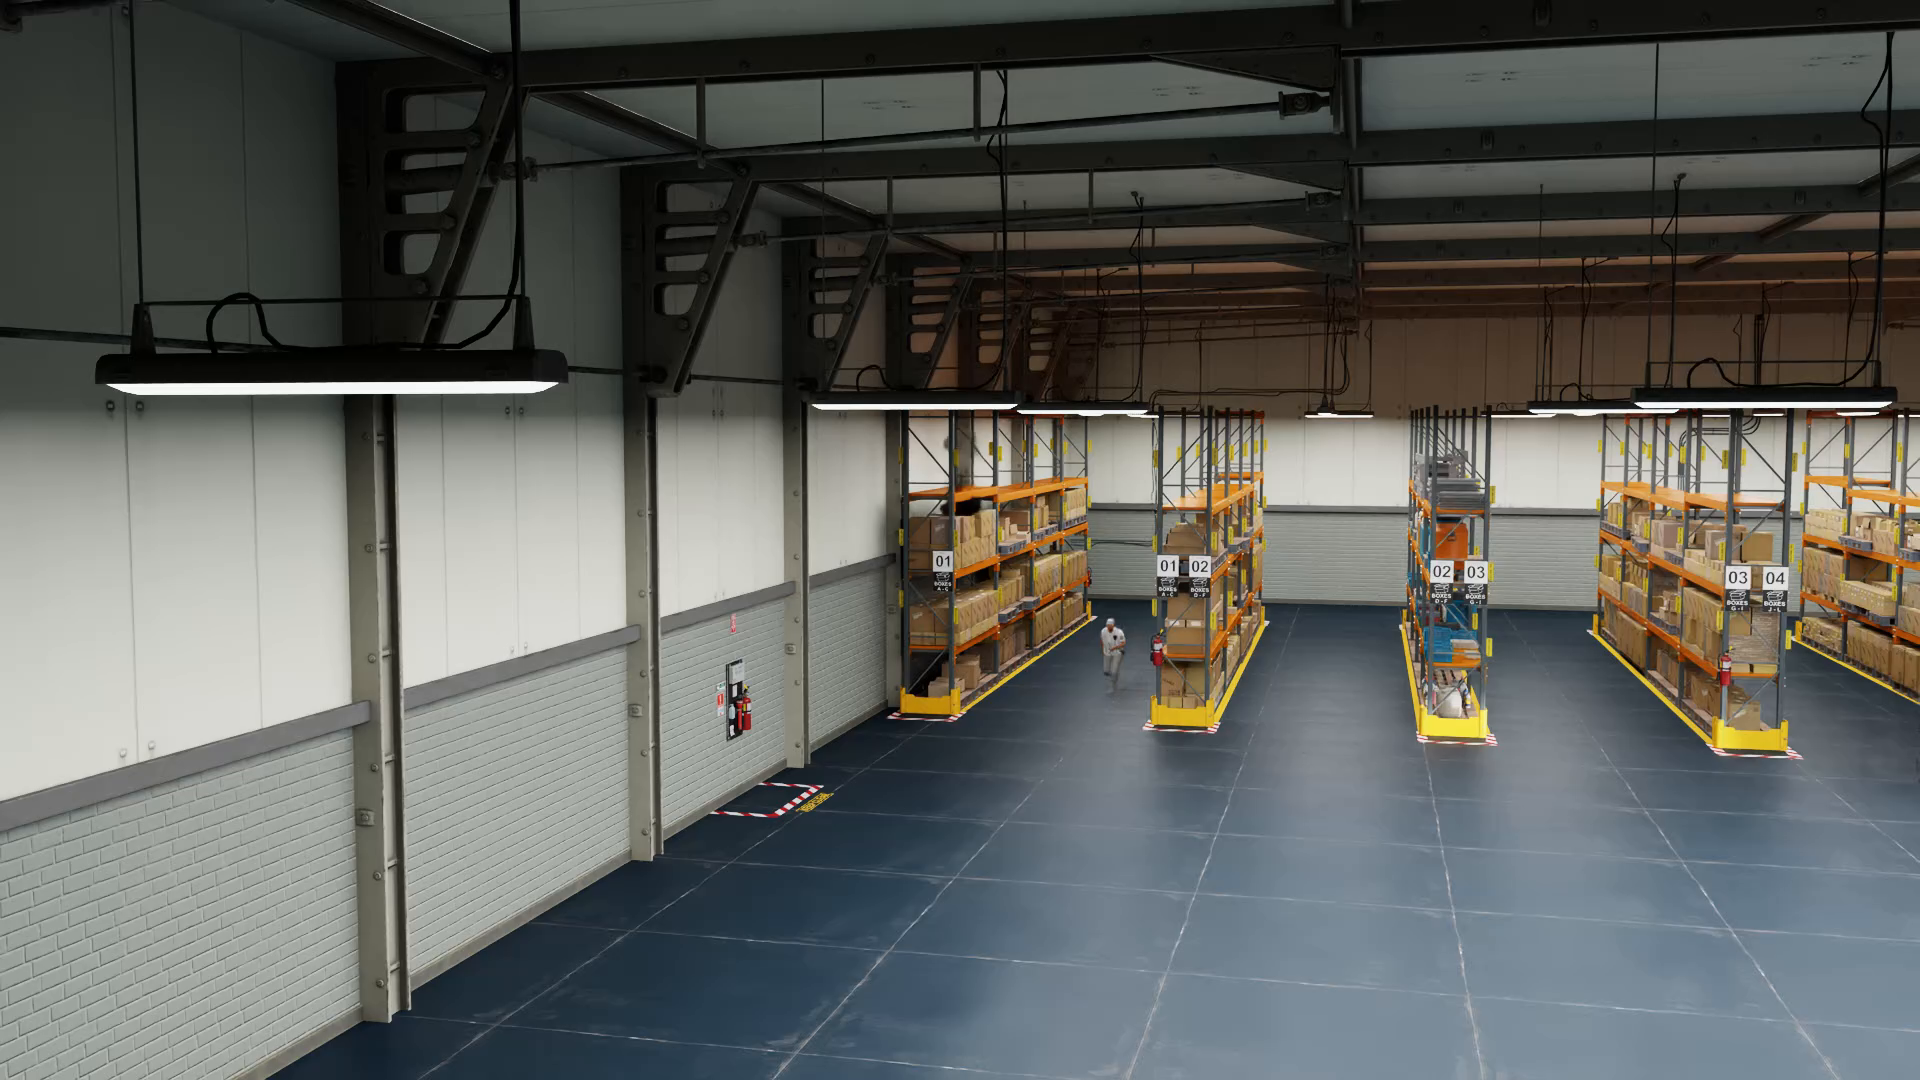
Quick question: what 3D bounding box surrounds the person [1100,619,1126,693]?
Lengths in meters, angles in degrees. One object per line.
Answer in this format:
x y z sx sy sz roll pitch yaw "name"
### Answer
3.207 2.436 35.035 0.596 1.598 0.703 1 4 18 "person"
